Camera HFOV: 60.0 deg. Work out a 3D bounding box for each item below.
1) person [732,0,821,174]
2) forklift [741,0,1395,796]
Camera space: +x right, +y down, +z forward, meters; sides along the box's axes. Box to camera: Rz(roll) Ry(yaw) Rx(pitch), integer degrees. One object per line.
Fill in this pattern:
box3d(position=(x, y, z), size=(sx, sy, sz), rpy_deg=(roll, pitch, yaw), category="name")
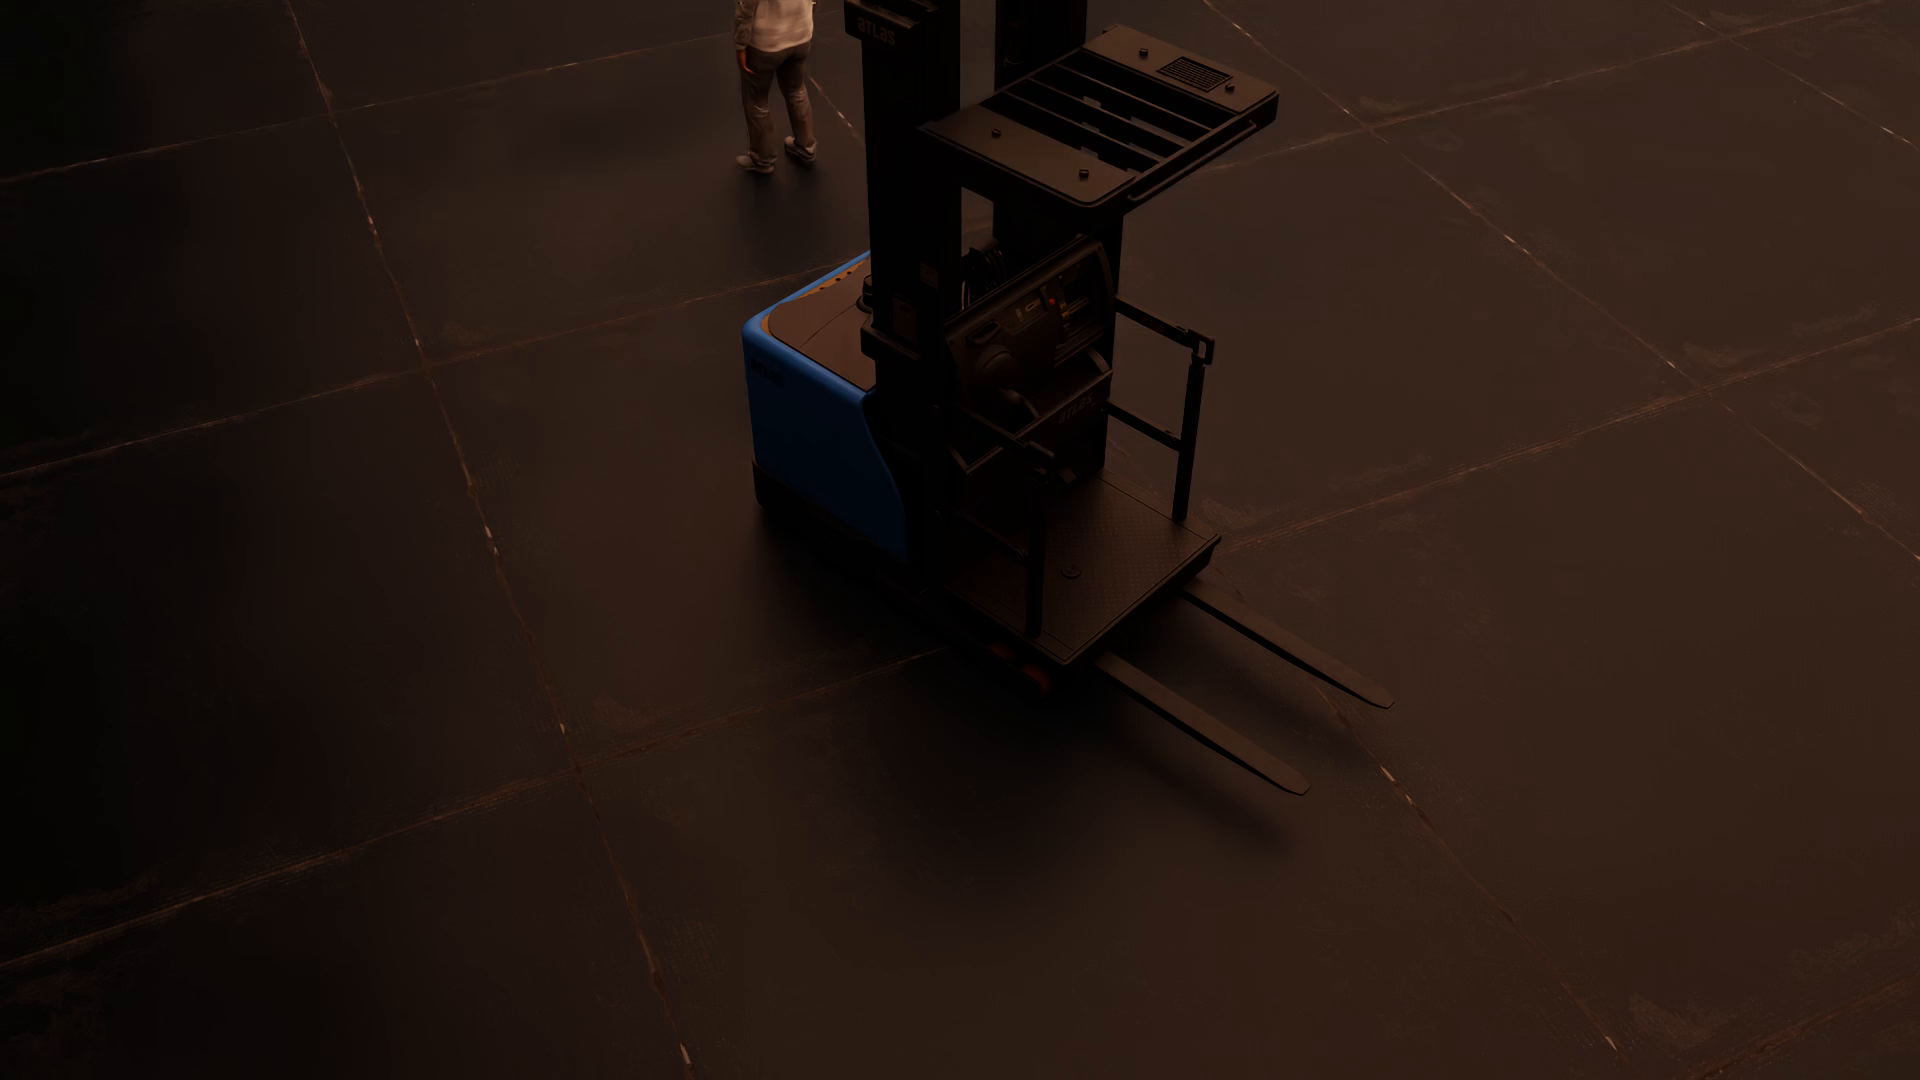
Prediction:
box3d(position=(-1.103, -2.961, 9.719), size=(0.615, 1.794, 0.498), rpy_deg=(-30, 51, -28), category="person")
box3d(position=(0.445, -0.788, 6.525), size=(3.031, 2.935, 1.130), rpy_deg=(32, 52, 30), category="forklift")
